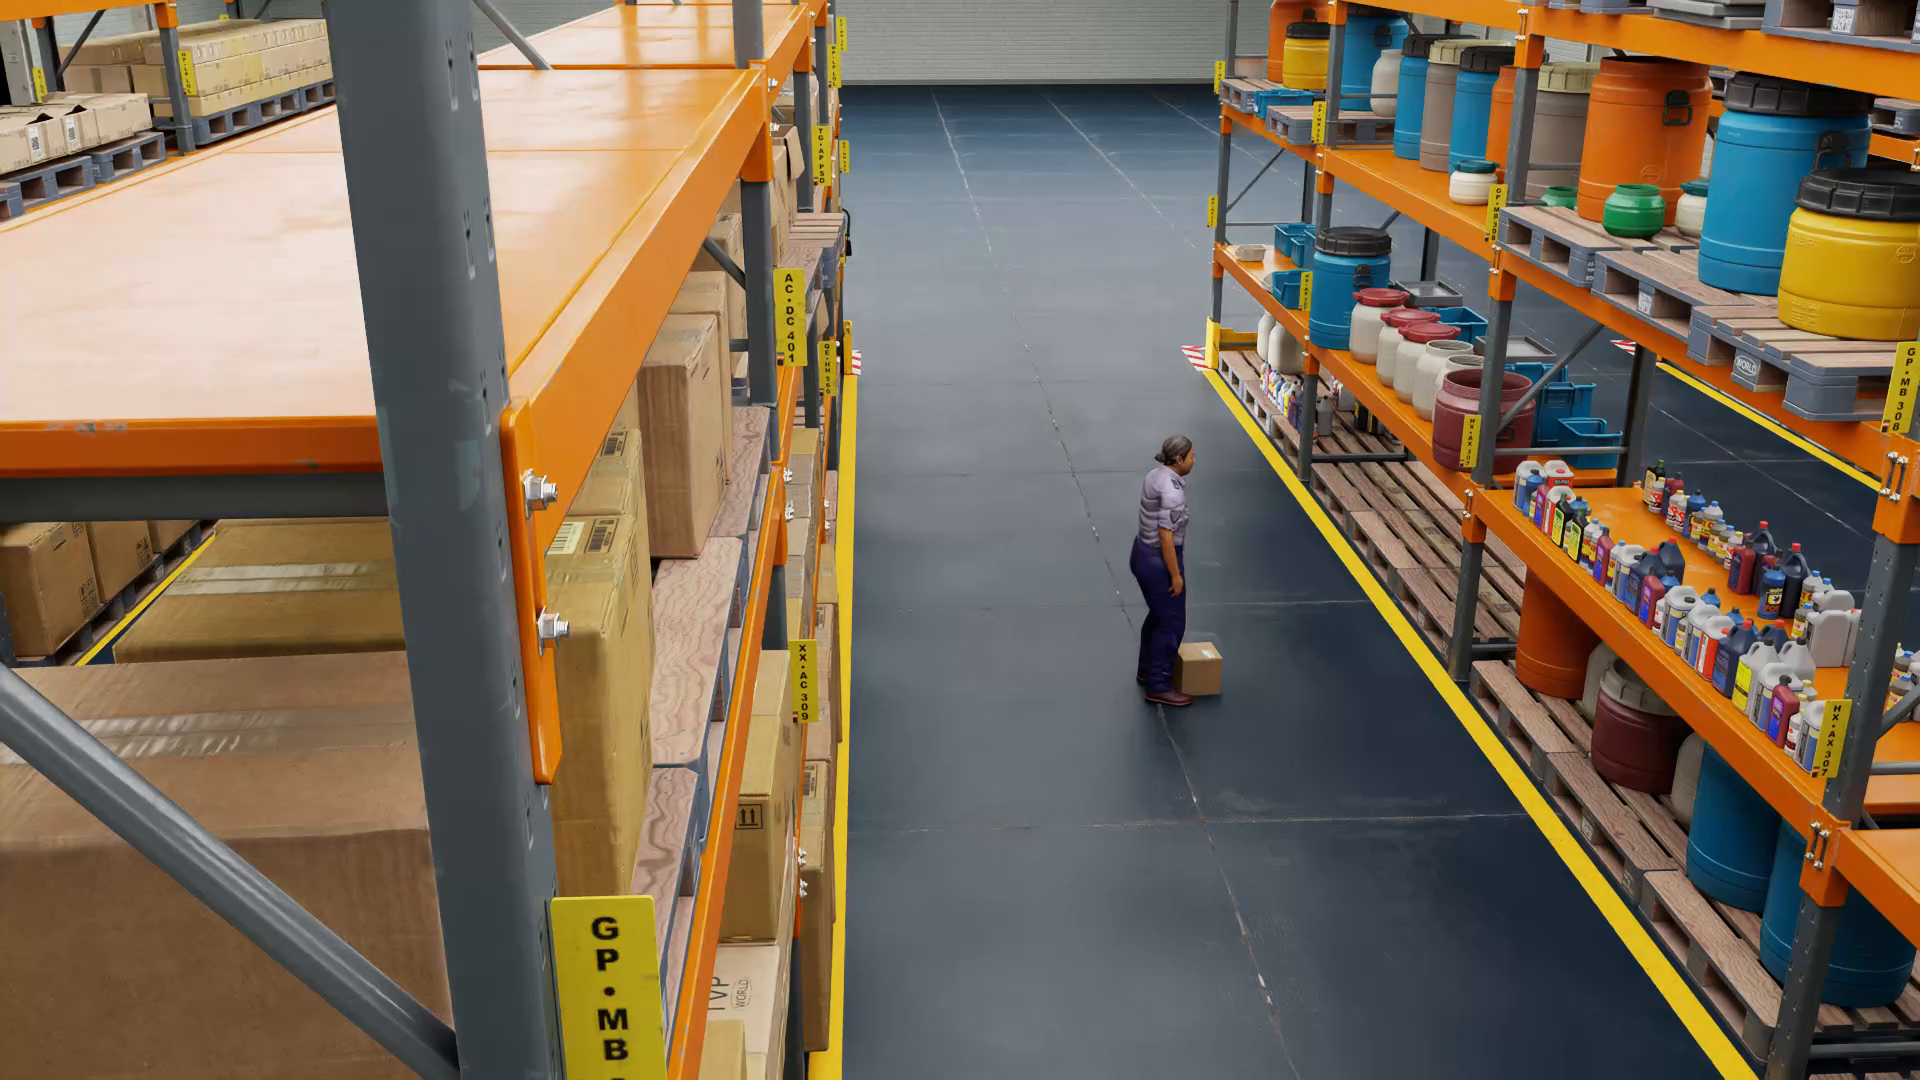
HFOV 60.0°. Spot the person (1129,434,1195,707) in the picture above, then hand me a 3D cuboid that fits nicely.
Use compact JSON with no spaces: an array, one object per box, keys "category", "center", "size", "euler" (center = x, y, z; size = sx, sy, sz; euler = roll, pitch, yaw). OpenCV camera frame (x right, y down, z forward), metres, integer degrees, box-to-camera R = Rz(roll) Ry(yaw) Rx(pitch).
[{"category":"person","center":[1.244,0.167,10.162],"size":[0.378,1.638,0.559],"euler":[-2,21,-6]}]
